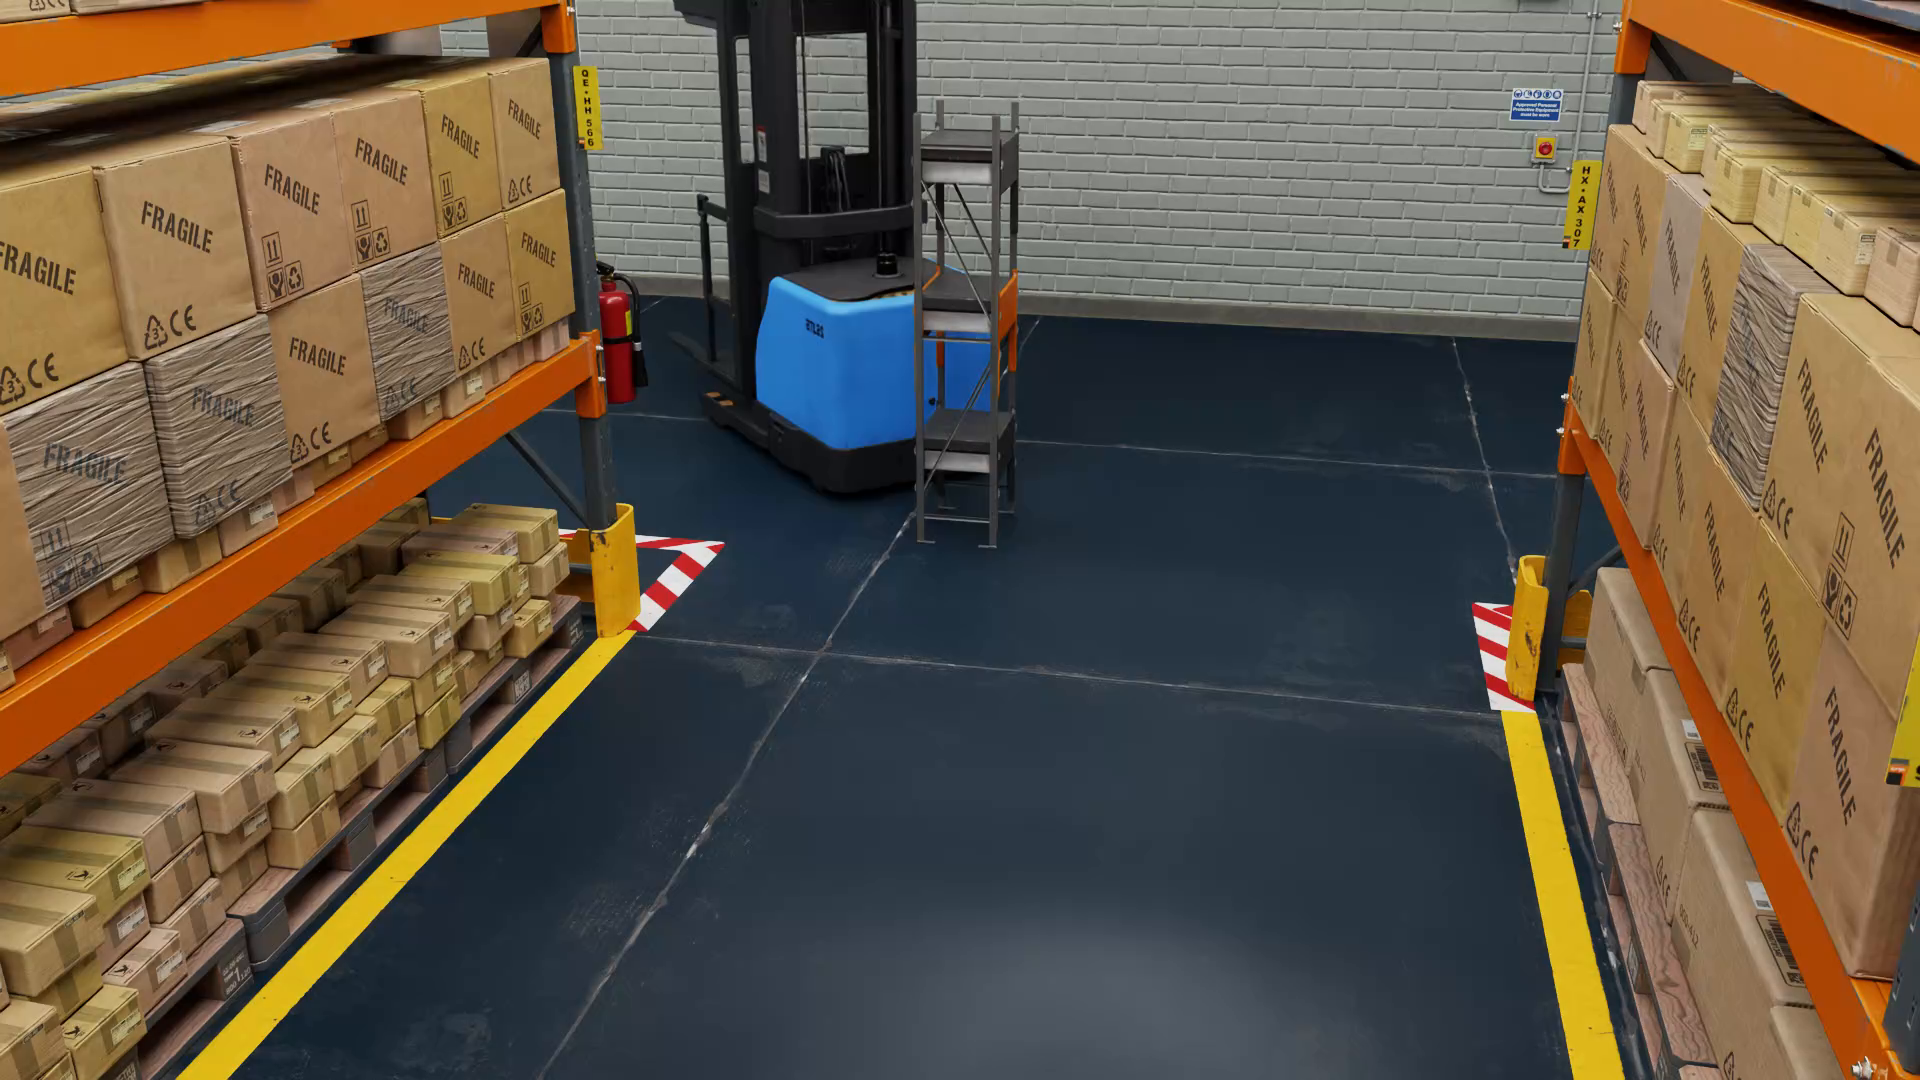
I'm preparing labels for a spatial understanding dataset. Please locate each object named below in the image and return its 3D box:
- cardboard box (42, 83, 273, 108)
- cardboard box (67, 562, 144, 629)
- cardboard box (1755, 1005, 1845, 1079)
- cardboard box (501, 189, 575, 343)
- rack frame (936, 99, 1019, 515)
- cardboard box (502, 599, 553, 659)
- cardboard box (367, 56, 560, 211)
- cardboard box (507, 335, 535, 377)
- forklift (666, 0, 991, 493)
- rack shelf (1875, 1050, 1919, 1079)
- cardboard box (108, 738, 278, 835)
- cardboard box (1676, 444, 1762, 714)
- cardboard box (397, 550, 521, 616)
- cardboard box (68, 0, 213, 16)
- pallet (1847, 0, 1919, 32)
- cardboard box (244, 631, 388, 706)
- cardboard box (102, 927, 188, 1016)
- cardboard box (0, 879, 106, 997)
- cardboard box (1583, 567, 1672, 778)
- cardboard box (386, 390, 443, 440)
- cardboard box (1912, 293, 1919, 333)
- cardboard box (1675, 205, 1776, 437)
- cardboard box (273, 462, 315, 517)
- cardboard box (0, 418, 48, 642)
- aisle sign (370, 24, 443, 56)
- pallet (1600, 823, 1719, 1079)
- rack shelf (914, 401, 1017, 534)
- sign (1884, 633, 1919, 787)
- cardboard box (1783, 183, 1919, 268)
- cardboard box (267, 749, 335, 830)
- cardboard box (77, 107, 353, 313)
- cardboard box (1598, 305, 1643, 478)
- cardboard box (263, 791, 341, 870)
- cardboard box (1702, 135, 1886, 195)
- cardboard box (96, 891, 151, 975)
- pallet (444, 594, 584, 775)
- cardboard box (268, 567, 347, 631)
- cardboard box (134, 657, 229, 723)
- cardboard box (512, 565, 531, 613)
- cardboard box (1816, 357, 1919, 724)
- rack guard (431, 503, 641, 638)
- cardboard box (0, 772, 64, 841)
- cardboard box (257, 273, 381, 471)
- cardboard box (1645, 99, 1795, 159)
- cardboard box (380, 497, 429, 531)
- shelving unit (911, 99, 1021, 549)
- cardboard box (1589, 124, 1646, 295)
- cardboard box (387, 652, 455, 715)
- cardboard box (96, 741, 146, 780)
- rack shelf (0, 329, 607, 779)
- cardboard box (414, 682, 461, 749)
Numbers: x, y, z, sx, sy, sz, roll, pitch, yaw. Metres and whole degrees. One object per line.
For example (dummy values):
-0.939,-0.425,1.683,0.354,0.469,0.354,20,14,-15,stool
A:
-2.603,-1.224,5.508,0.500,0.500,0.500,4,22,10,cardboard box
-2.421,0.107,4.410,0.380,0.149,0.250,3,22,9,cardboard box
2.257,1.482,3.526,0.875,0.438,0.875,4,22,10,cardboard box
-1.867,-1.094,6.523,0.500,0.500,0.500,5,22,12,cardboard box
0.084,-1.124,8.333,0.400,2.100,0.015,4,22,11,rack frame
-1.884,0.344,6.738,0.380,0.149,0.250,5,23,13,cardboard box
-1.877,-1.555,6.330,0.500,0.500,0.500,4,22,10,cardboard box
-1.904,-0.748,6.532,0.380,0.149,0.250,4,22,11,cardboard box
-0.942,-2.115,9.681,1.130,2.935,3.031,-12,25,-27,forklift
1.615,1.775,0.895,1.077,0.370,4.000,4,22,11,rack shelf
-2.290,0.734,4.973,0.380,0.149,0.250,5,22,12,cardboard box
2.056,0.101,3.955,0.500,0.500,0.500,4,22,10,cardboard box
-1.923,0.163,6.392,0.380,0.149,0.250,4,22,10,cardboard box
-2.272,-1.475,4.185,0.500,0.250,0.500,5,23,13,cardboard box
2.201,-0.939,2.774,1.003,0.211,1.213,4,22,11,pallet
-2.200,0.443,5.696,0.380,0.149,0.250,4,22,9,cardboard box
-2.400,1.196,4.623,0.380,0.149,0.250,4,22,11,cardboard box
-2.456,1.015,4.277,0.380,0.149,0.250,6,23,14,cardboard box
2.803,0.489,5.991,0.875,0.438,0.875,4,22,9,cardboard box
-2.053,-0.466,5.832,0.380,0.149,0.250,3,22,9,cardboard box
1.995,-0.417,3.033,0.380,0.149,0.250,4,22,11,cardboard box
2.166,-0.549,4.229,0.500,0.500,0.500,5,22,11,cardboard box
-2.235,-0.180,5.121,0.380,0.149,0.250,5,23,13,cardboard box
-2.495,0.023,3.749,0.500,0.500,0.500,4,22,10,cardboard box
-2.306,-2.349,6.691,0.394,0.787,0.004,4,22,11,aisle sign
2.502,1.283,4.884,1.003,0.211,1.213,4,22,11,pallet
0.034,-0.373,8.378,0.431,0.518,0.480,4,22,11,rack shelf
1.480,0.230,2.503,0.100,0.325,0.005,4,22,11,sign
2.097,-0.701,3.739,0.380,0.149,0.250,4,22,10,cardboard box
-2.227,0.775,5.271,0.380,0.149,0.250,4,22,11,cardboard box
-2.182,-0.986,4.915,0.500,0.500,0.500,4,22,9,cardboard box
2.385,-0.459,5.344,0.500,0.500,0.500,4,22,10,cardboard box
-2.229,0.911,5.331,0.380,0.149,0.250,4,22,9,cardboard box
2.217,-0.982,4.437,0.380,0.149,0.250,5,22,11,cardboard box
-2.478,1.059,4.564,0.380,0.149,0.250,4,22,11,cardboard box
-2.243,0.522,6.775,1.003,0.211,1.213,4,22,11,pallet
-2.551,0.213,6.267,0.380,0.149,0.250,3,22,8,cardboard box
-2.673,0.506,5.540,0.380,0.149,0.250,5,22,11,cardboard box
-1.961,0.202,6.692,0.380,0.149,0.250,4,22,10,cardboard box
1.849,0.006,2.852,0.500,0.500,0.500,4,22,10,cardboard box
-2.042,0.094,7.452,1.175,0.500,0.348,4,22,11,rack guard
-2.839,0.794,4.825,0.380,0.149,0.250,5,23,13,cardboard box
-2.183,-0.538,5.143,0.500,0.500,0.500,6,23,14,cardboard box
2.347,-1.268,5.146,0.380,0.149,0.250,5,23,13,cardboard box
-2.466,-0.076,6.985,0.380,0.149,0.250,3,22,8,cardboard box
0.034,-1.035,8.112,0.431,2.100,0.503,4,22,11,shelving unit
2.463,-1.110,5.621,0.500,0.500,0.500,4,22,10,cardboard box
-2.053,0.491,5.974,0.380,0.149,0.250,5,22,12,cardboard box
-2.755,0.745,5.345,0.380,0.149,0.250,3,22,8,cardboard box
-2.435,-0.028,5.372,1.077,0.370,4.000,4,22,11,rack shelf
-2.050,0.624,6.044,0.380,0.149,0.250,3,22,9,cardboard box
